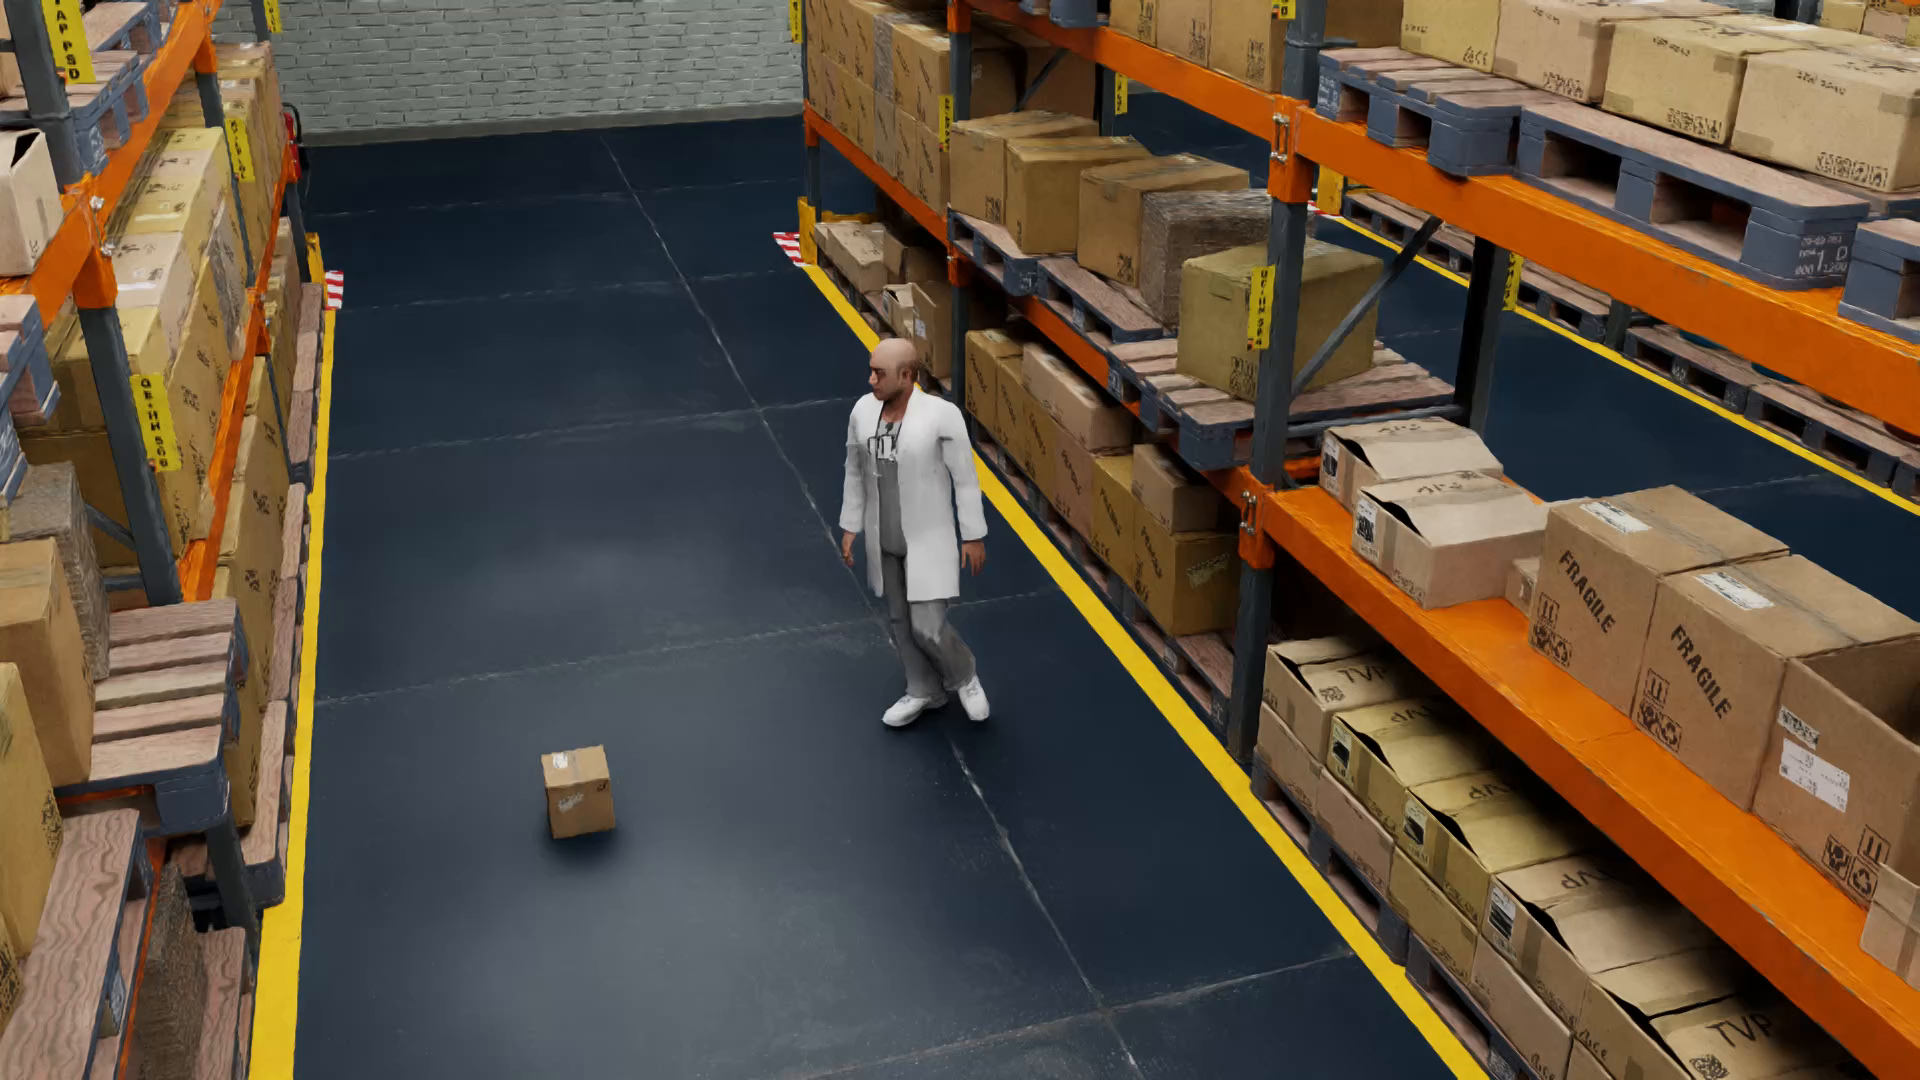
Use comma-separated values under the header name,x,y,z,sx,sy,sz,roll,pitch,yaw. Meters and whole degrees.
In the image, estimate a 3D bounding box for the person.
name,x,y,z,sx,sy,sz,roll,pitch,yaw
person,-0.193,0.078,7.169,0.704,1.576,0.505,15,30,28
